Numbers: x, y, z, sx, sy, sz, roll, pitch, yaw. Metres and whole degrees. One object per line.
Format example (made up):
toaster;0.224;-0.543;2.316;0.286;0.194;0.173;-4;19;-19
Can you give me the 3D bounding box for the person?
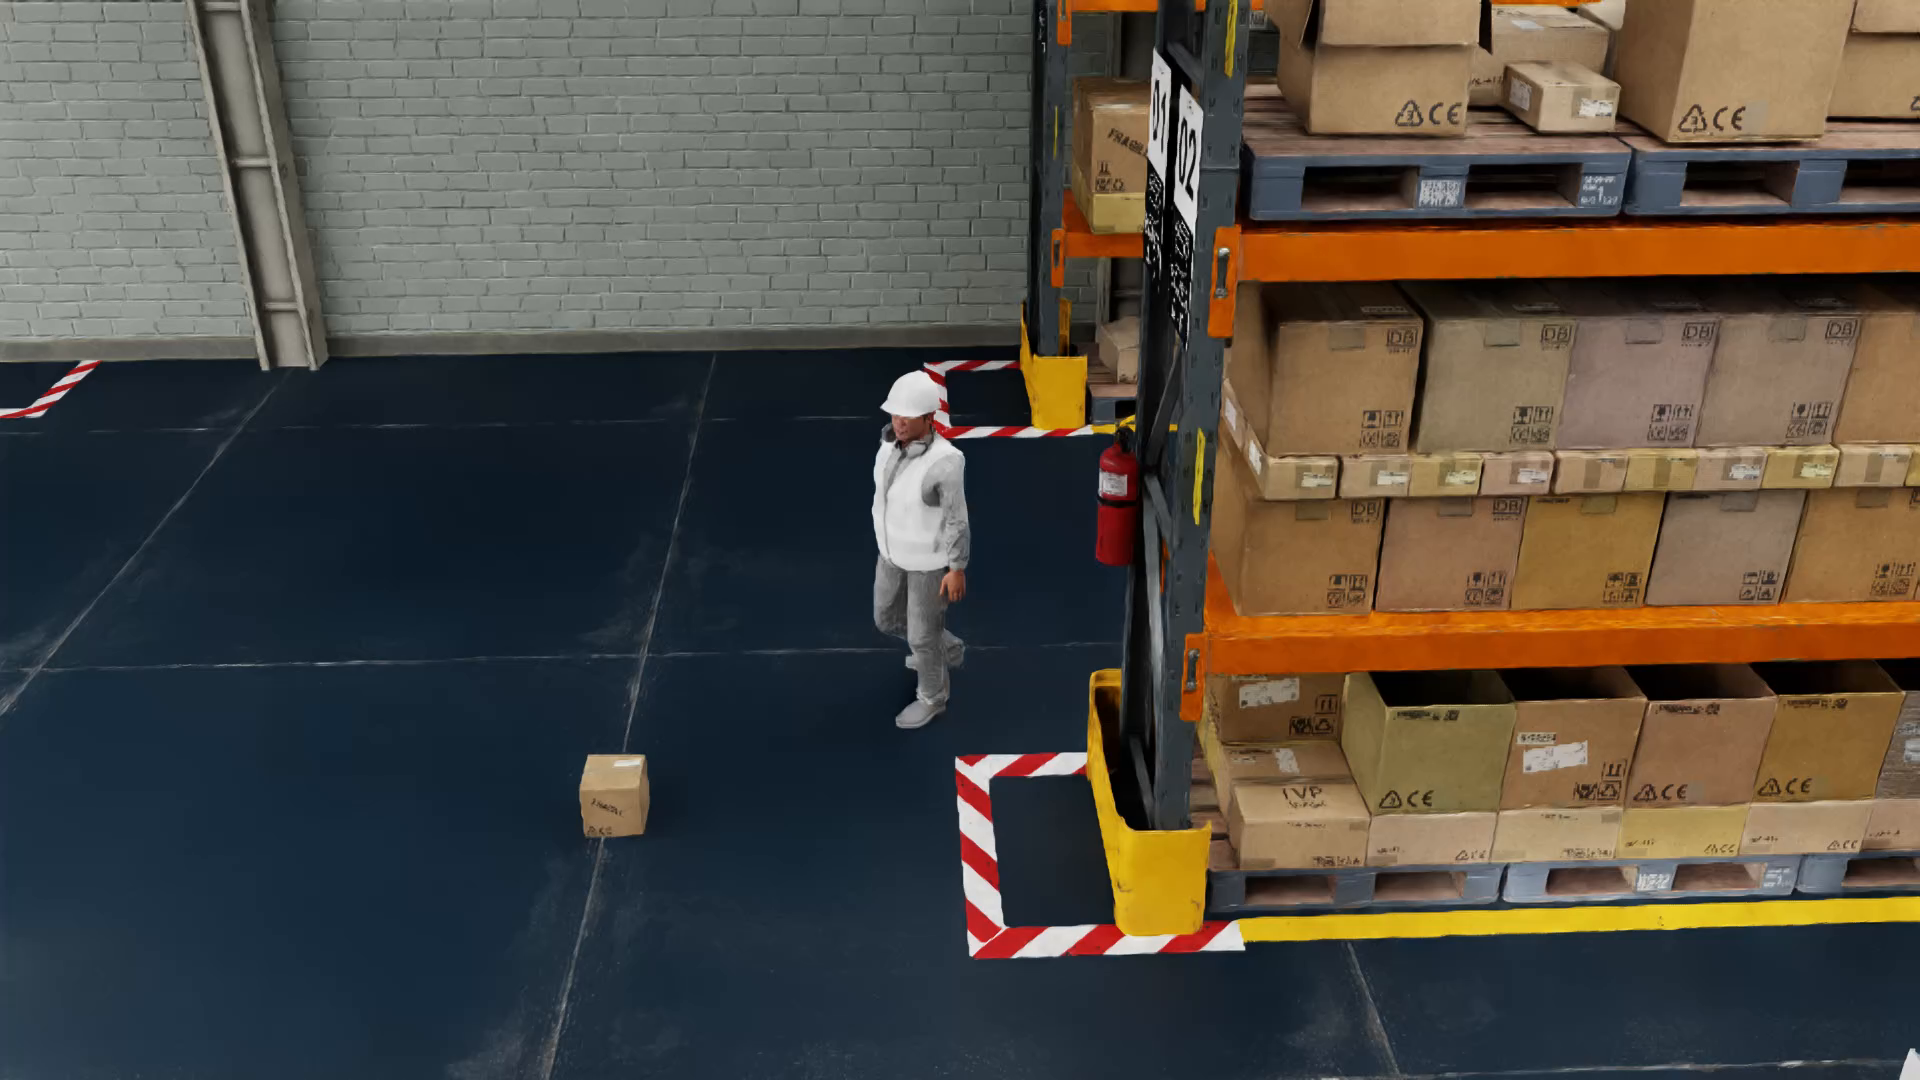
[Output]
person;-0.140;0.027;7.534;0.558;1.766;0.586;-19;33;-33
